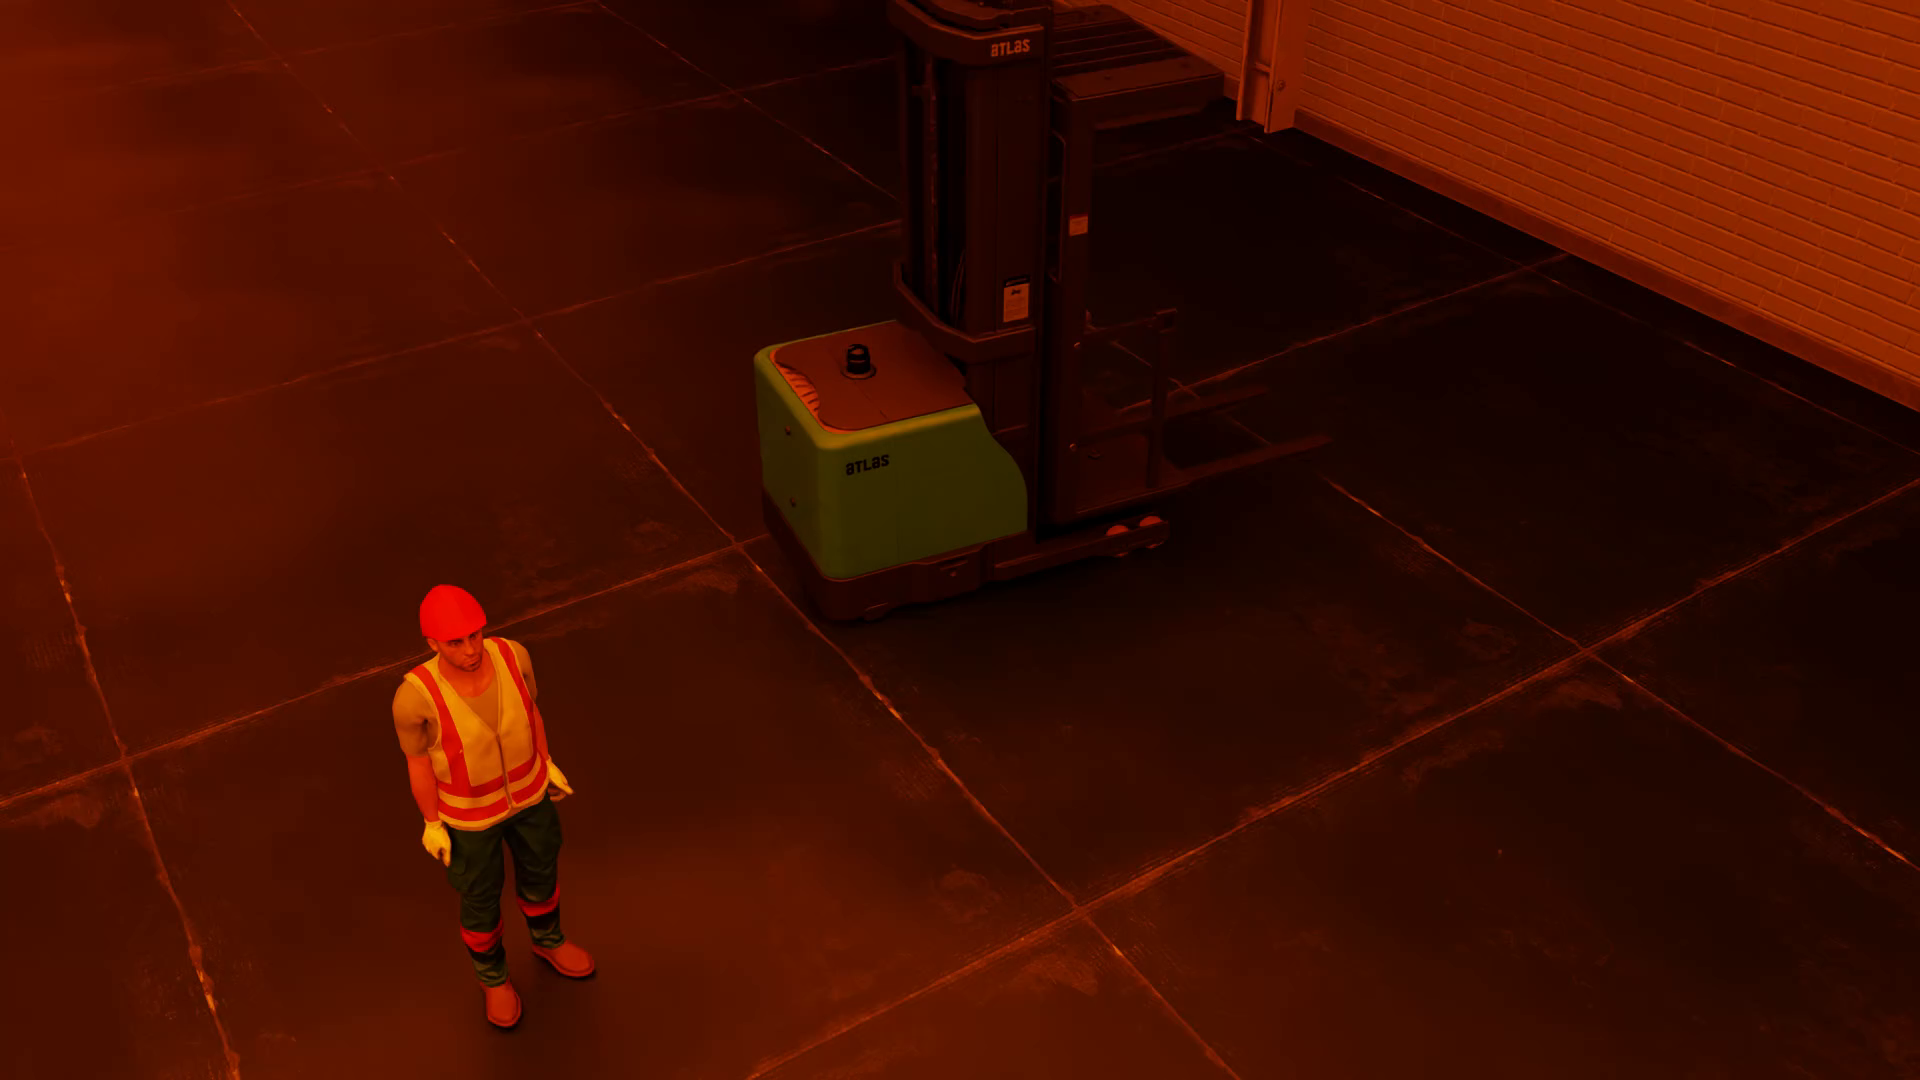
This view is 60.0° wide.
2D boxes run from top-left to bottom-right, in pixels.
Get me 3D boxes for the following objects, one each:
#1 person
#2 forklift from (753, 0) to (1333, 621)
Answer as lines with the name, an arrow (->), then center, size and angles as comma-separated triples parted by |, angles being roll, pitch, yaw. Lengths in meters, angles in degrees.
person -> -1.626, 0.918, 5.835 | 0.543, 1.794, 0.372 | -29, 44, -34
forklift -> 0.528, -1.369, 8.096 | 3.031, 2.935, 1.130 | -15, 38, -20
